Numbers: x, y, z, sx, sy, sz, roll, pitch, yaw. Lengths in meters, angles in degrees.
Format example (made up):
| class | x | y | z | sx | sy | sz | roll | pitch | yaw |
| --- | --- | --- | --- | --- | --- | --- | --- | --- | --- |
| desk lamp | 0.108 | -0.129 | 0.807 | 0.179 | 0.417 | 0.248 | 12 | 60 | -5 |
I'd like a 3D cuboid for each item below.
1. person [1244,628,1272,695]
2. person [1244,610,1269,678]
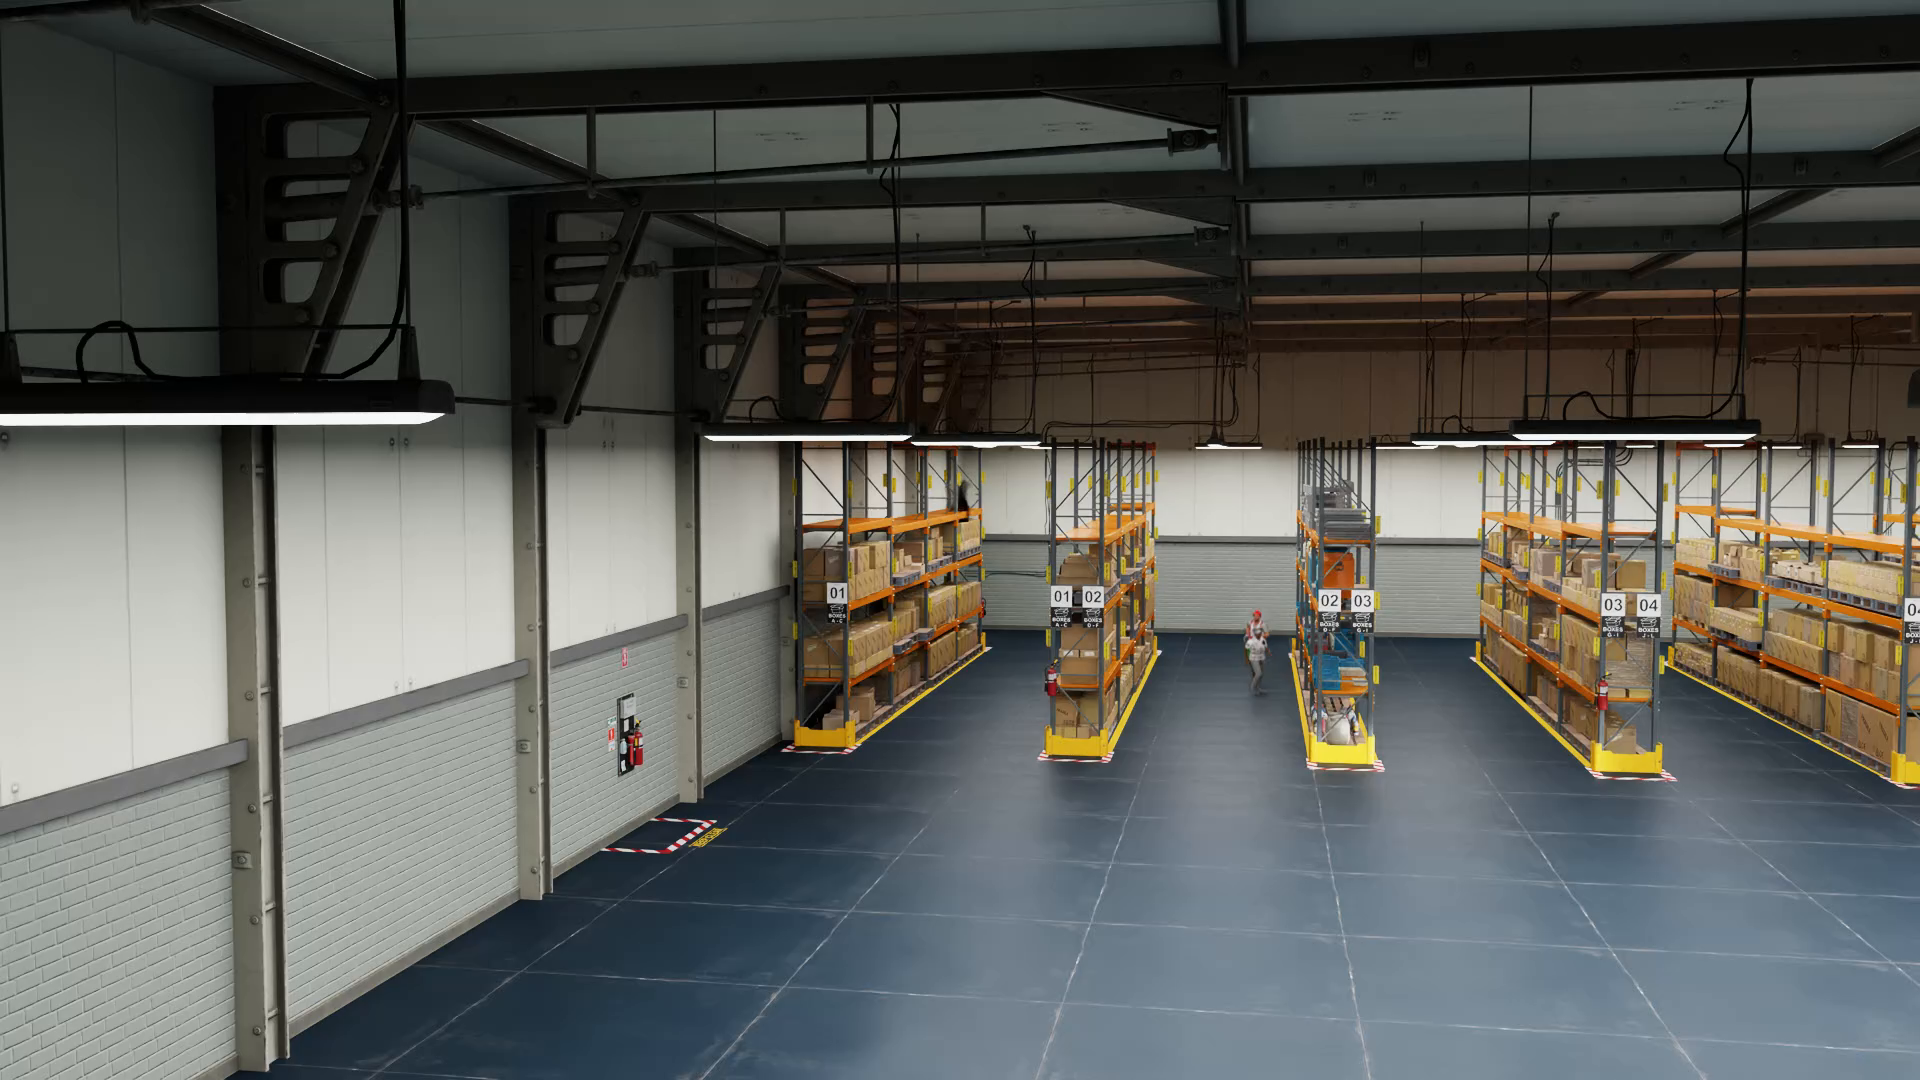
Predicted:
| class | x | y | z | sx | sy | sz | roll | pitch | yaw |
| --- | --- | --- | --- | --- | --- | --- | --- | --- | --- |
| person | 7.076 | 2.869 | 39.334 | 0.615 | 1.631 | 0.748 | -2 | 3 | -29 |
| person | 7.506 | 2.629 | 42.127 | 0.678 | 1.730 | 0.798 | 1 | 3 | 21 |
